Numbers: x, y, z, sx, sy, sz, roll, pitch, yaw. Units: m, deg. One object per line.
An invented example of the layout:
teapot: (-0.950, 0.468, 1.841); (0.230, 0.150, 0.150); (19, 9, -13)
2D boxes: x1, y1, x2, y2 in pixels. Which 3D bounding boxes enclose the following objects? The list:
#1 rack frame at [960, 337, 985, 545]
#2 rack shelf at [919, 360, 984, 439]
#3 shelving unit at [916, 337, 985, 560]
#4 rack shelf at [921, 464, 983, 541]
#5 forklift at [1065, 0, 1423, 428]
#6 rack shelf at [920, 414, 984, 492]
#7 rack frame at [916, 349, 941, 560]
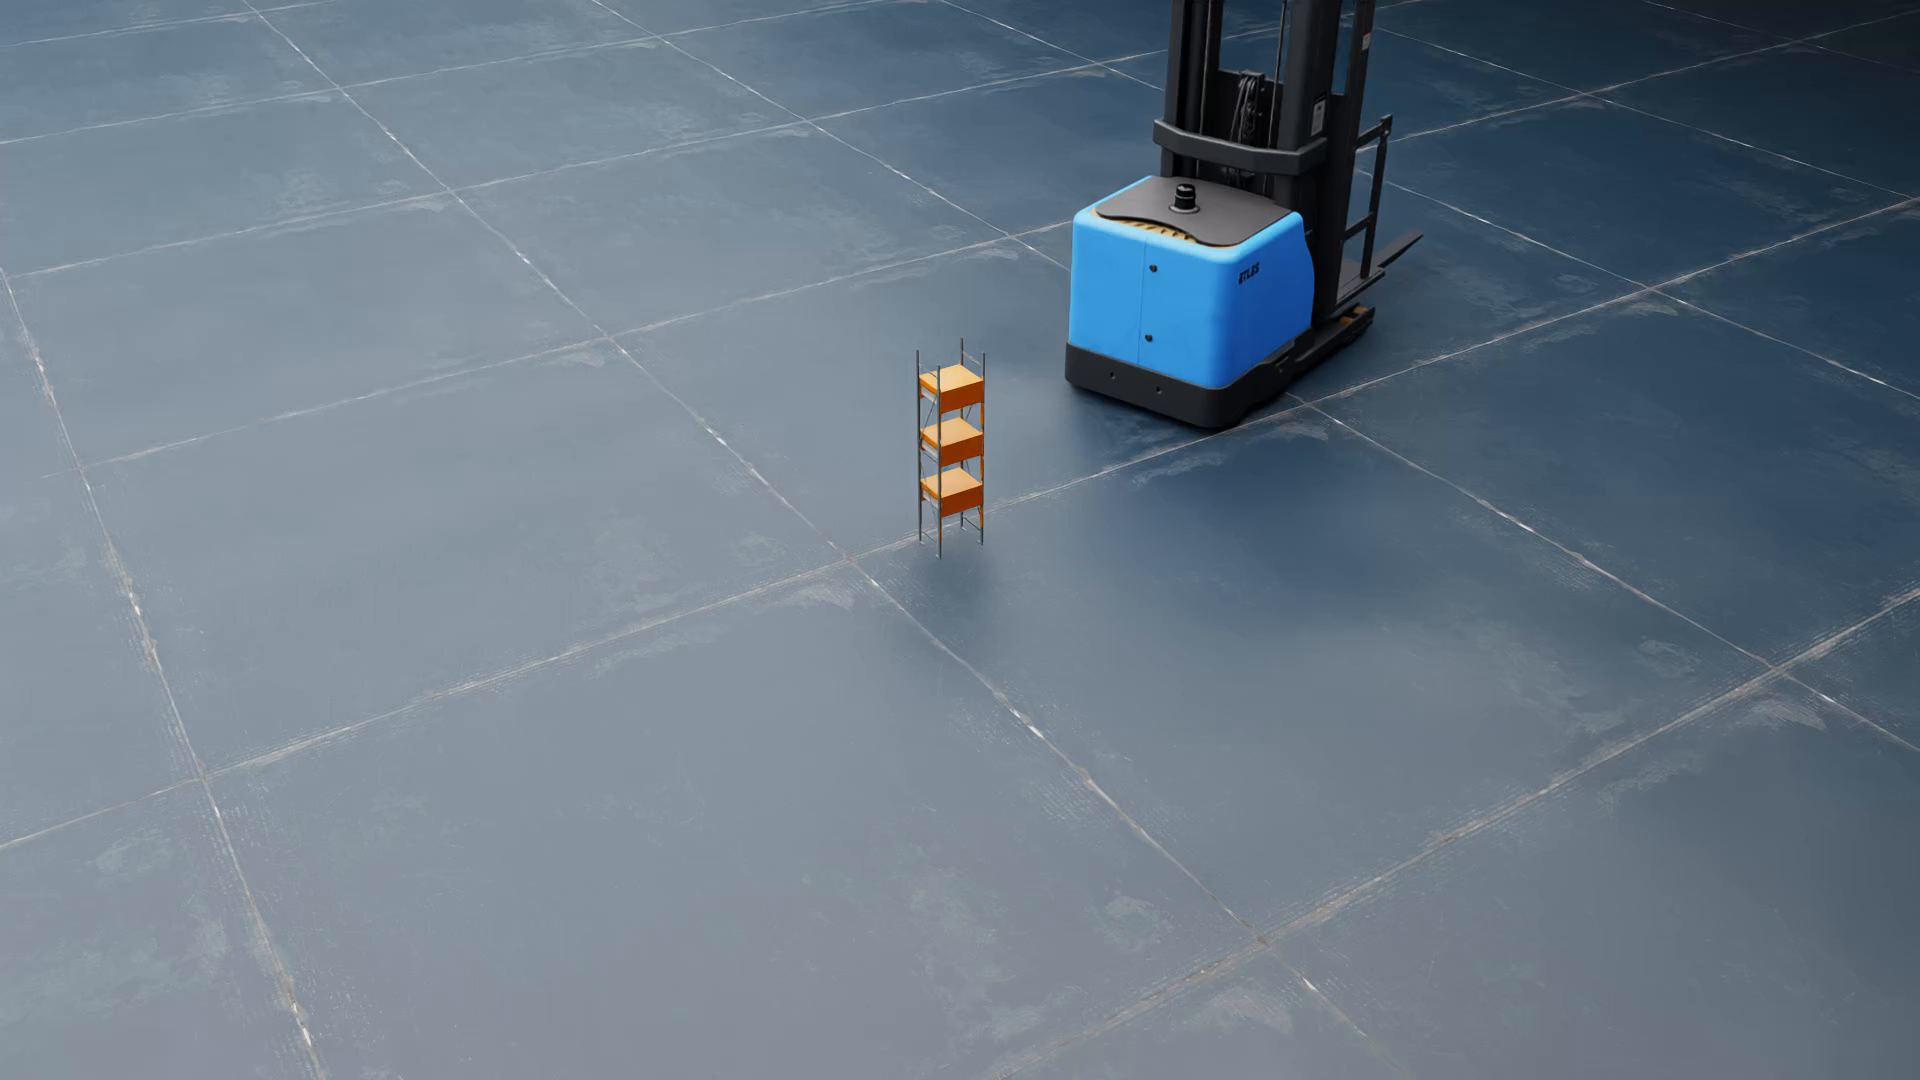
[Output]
rack frame: (0.058, -0.464, 8.001); (0.008, 1.050, 0.200); (-19, 37, -27)
rack shelf: (-0.045, -0.660, 7.800); (0.240, 0.259, 0.215); (-19, 37, -27)
shelving unit: (-0.045, -0.429, 7.945); (0.252, 1.050, 0.215); (-19, 37, -27)
rack shelf: (-0.045, -0.185, 8.099); (0.240, 0.259, 0.215); (-19, 37, -27)
forklift: (1.903, -2.577, 9.588); (1.130, 2.935, 3.031); (22, 39, 31)
rack shelf: (-0.045, -0.420, 7.951); (0.240, 0.259, 0.215); (-19, 37, -27)
rack frame: (-0.148, -0.393, 7.889); (0.008, 1.050, 0.200); (-19, 37, -27)
